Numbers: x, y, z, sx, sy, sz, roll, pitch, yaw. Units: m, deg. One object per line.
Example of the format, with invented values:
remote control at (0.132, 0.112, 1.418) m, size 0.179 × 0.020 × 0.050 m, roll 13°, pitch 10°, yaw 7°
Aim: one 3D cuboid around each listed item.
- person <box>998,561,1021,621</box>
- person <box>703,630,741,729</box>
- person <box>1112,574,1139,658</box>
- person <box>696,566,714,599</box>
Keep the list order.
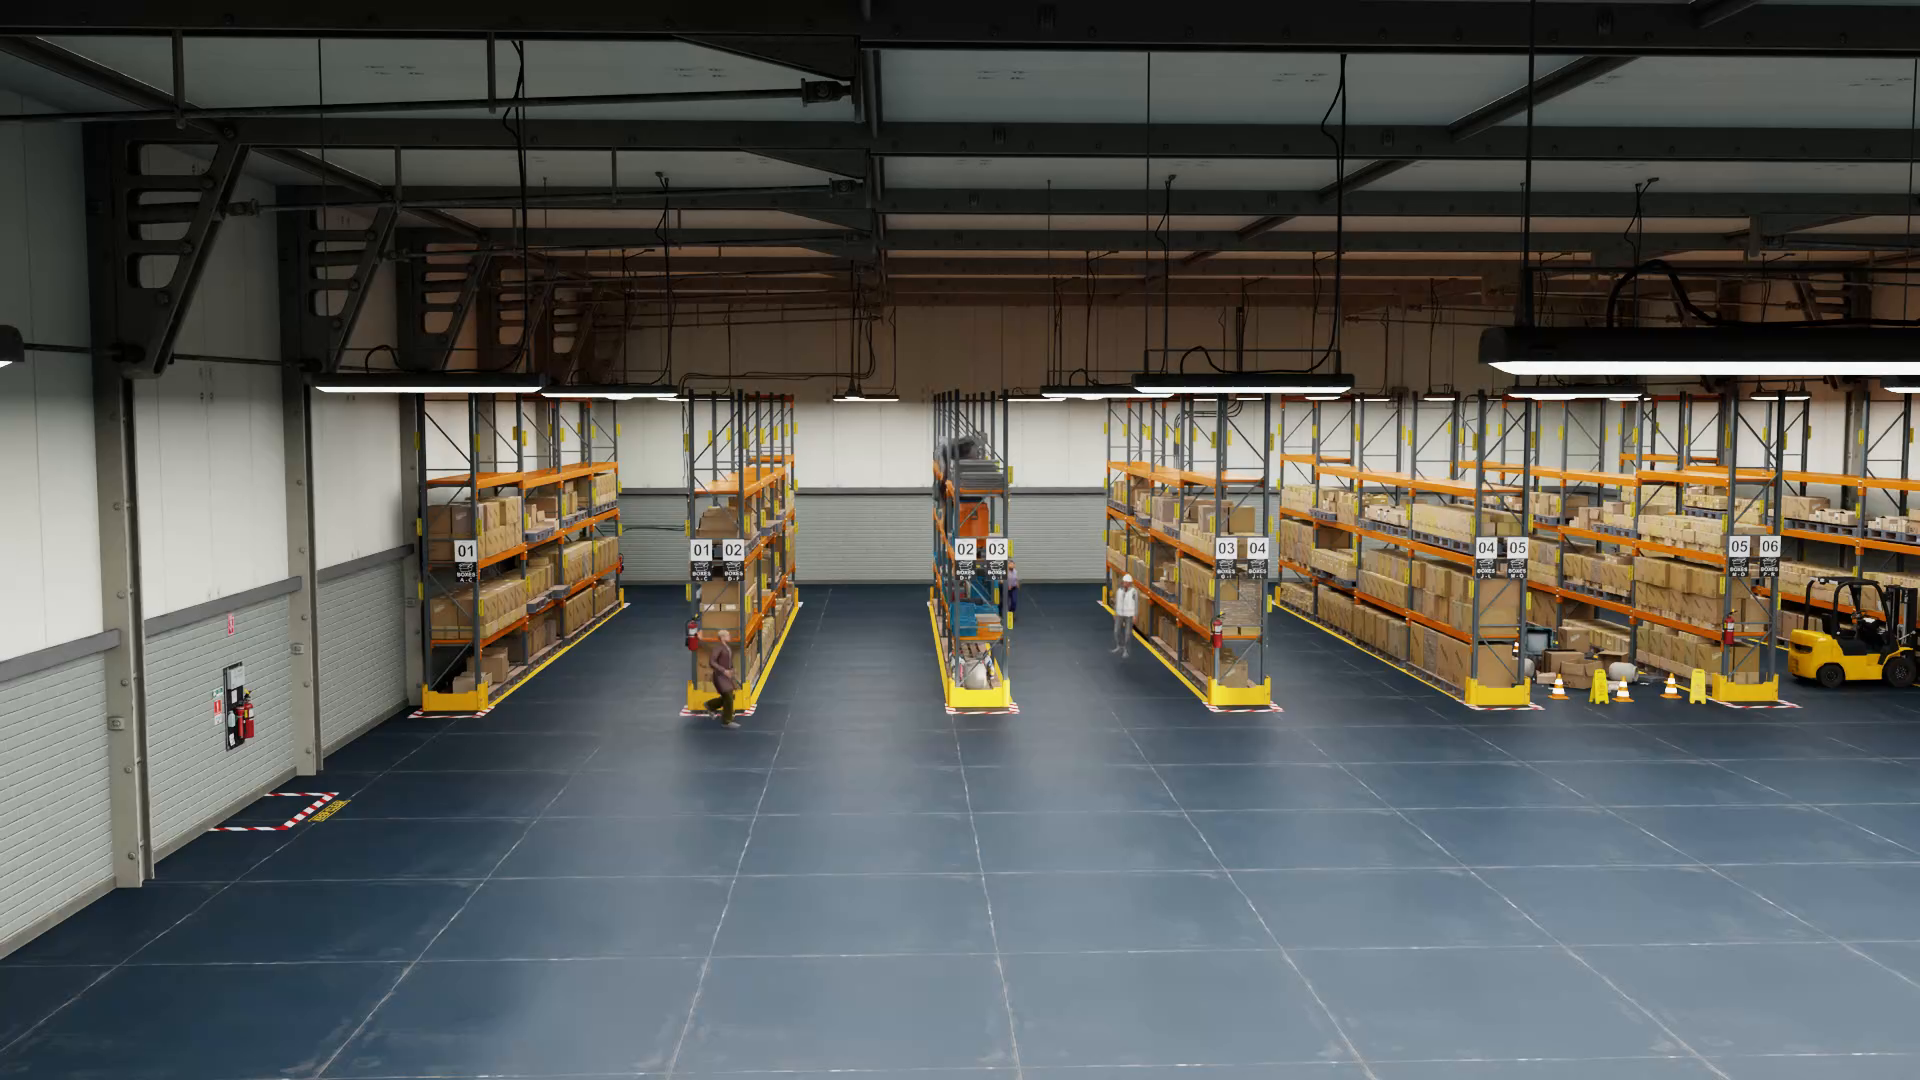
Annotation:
person at (1.268, 1.332, 44.228) m, size 0.612 × 1.602 × 0.713 m, roll -2°, pitch 5°, yaw -27°
person at (-4.257, 2.461, 29.430) m, size 0.761 × 1.759 × 0.718 m, roll 1°, pitch 5°, yaw 15°
person at (3.574, 1.632, 35.939) m, size 0.635 × 1.806 × 0.456 m, roll 3°, pitch 5°, yaw 29°
person at (-7.207, 1.007, 48.474) m, size 1.115 × 1.438 × 0.603 m, roll 2°, pitch 5°, yaw 21°
